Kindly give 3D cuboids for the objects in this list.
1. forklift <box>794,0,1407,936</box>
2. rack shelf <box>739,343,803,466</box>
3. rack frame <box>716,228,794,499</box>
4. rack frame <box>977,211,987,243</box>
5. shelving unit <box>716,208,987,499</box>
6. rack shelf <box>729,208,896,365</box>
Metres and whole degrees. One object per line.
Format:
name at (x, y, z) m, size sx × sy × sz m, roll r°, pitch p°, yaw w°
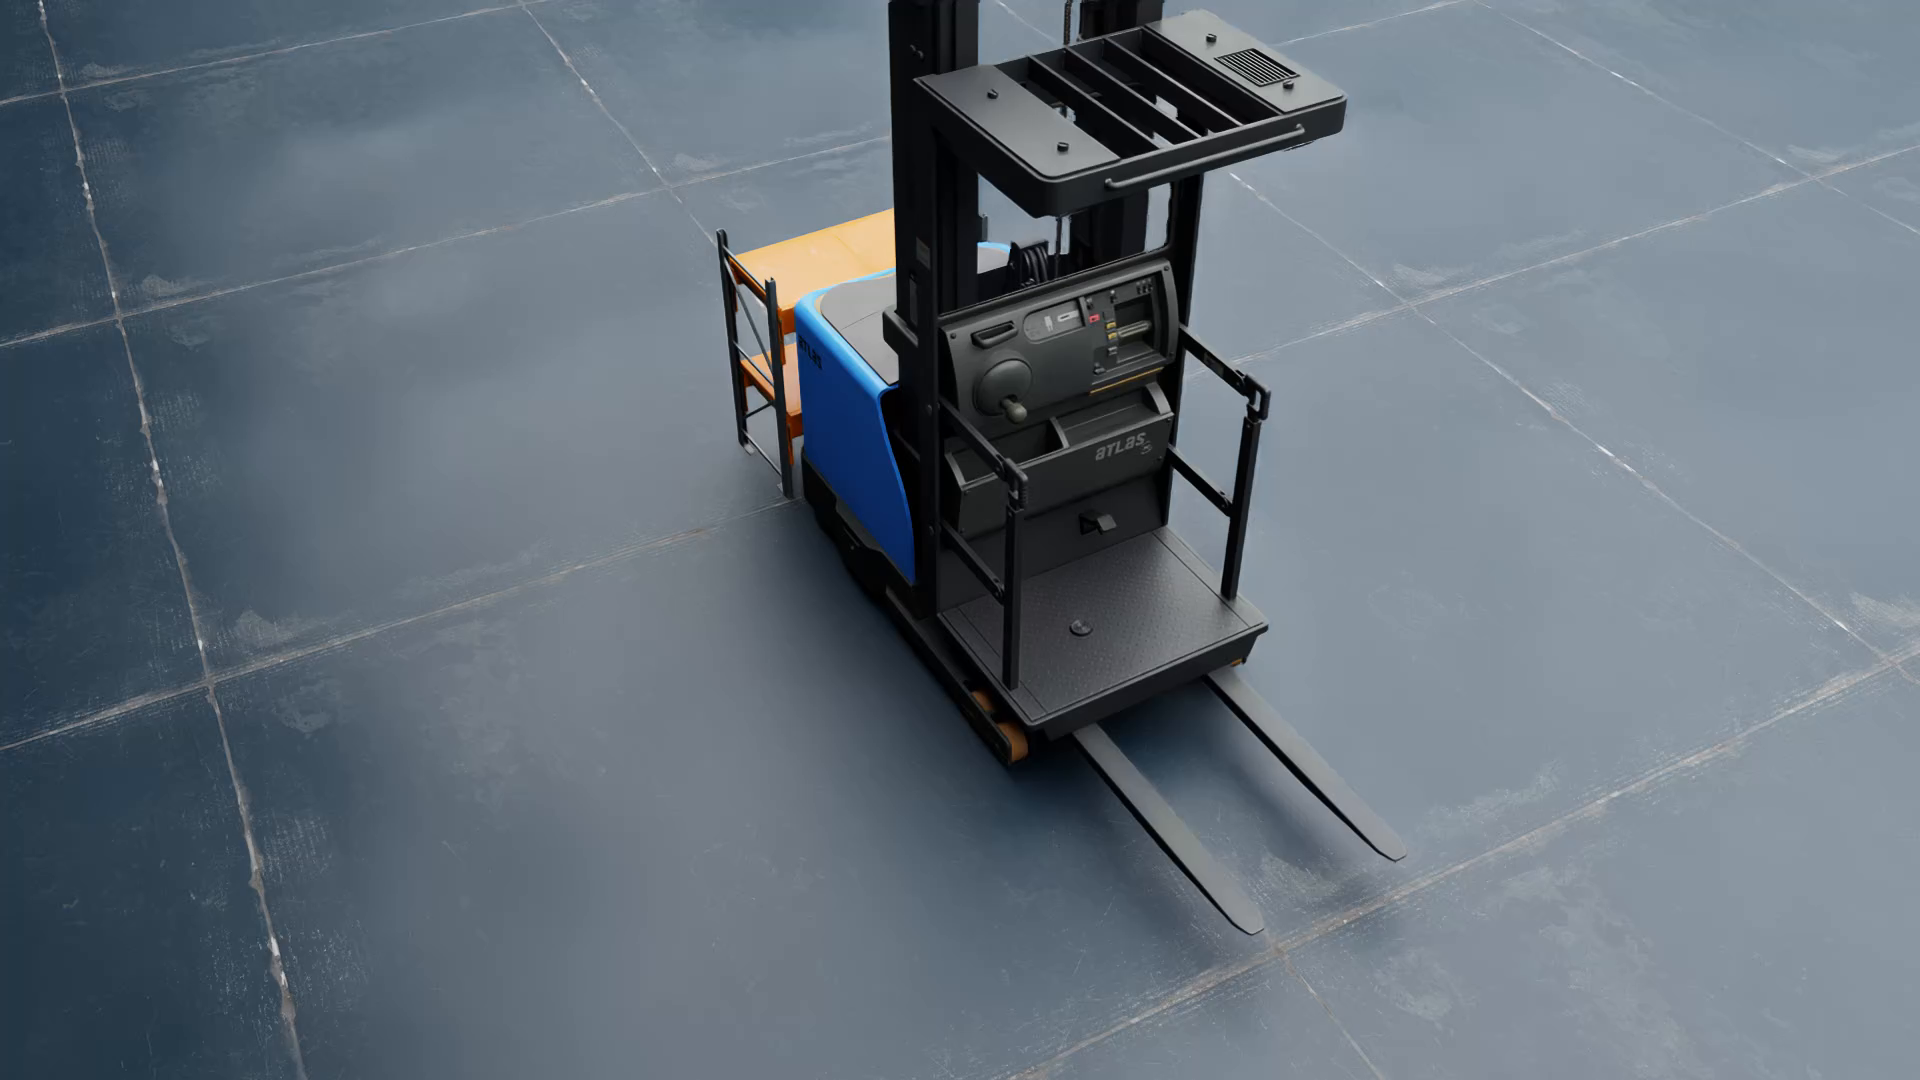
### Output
forklift at (0.478, -0.622, 5.716) m, size 1.130 × 2.935 × 3.031 m, roll -20°, pitch 44°, yaw -22°
rack shelf at (-0.460, -0.743, 7.636) m, size 1.000 × 0.278 × 0.538 m, roll -22°, pitch 45°, yaw -24°
rack frame at (-0.892, -0.757, 7.274) m, size 0.032 × 1.125 × 0.500 m, roll -22°, pitch 45°, yaw -24°
rack frame at (-0.028, -1.103, 7.682) m, size 0.032 × 1.125 × 0.500 m, roll -22°, pitch 45°, yaw -24°
shelving unit at (-0.460, -0.930, 7.478) m, size 1.048 × 1.125 × 0.538 m, roll -22°, pitch 45°, yaw -24°
rack shelf at (-0.460, -1.153, 7.289) m, size 1.000 × 0.278 × 0.538 m, roll -22°, pitch 45°, yaw -24°
